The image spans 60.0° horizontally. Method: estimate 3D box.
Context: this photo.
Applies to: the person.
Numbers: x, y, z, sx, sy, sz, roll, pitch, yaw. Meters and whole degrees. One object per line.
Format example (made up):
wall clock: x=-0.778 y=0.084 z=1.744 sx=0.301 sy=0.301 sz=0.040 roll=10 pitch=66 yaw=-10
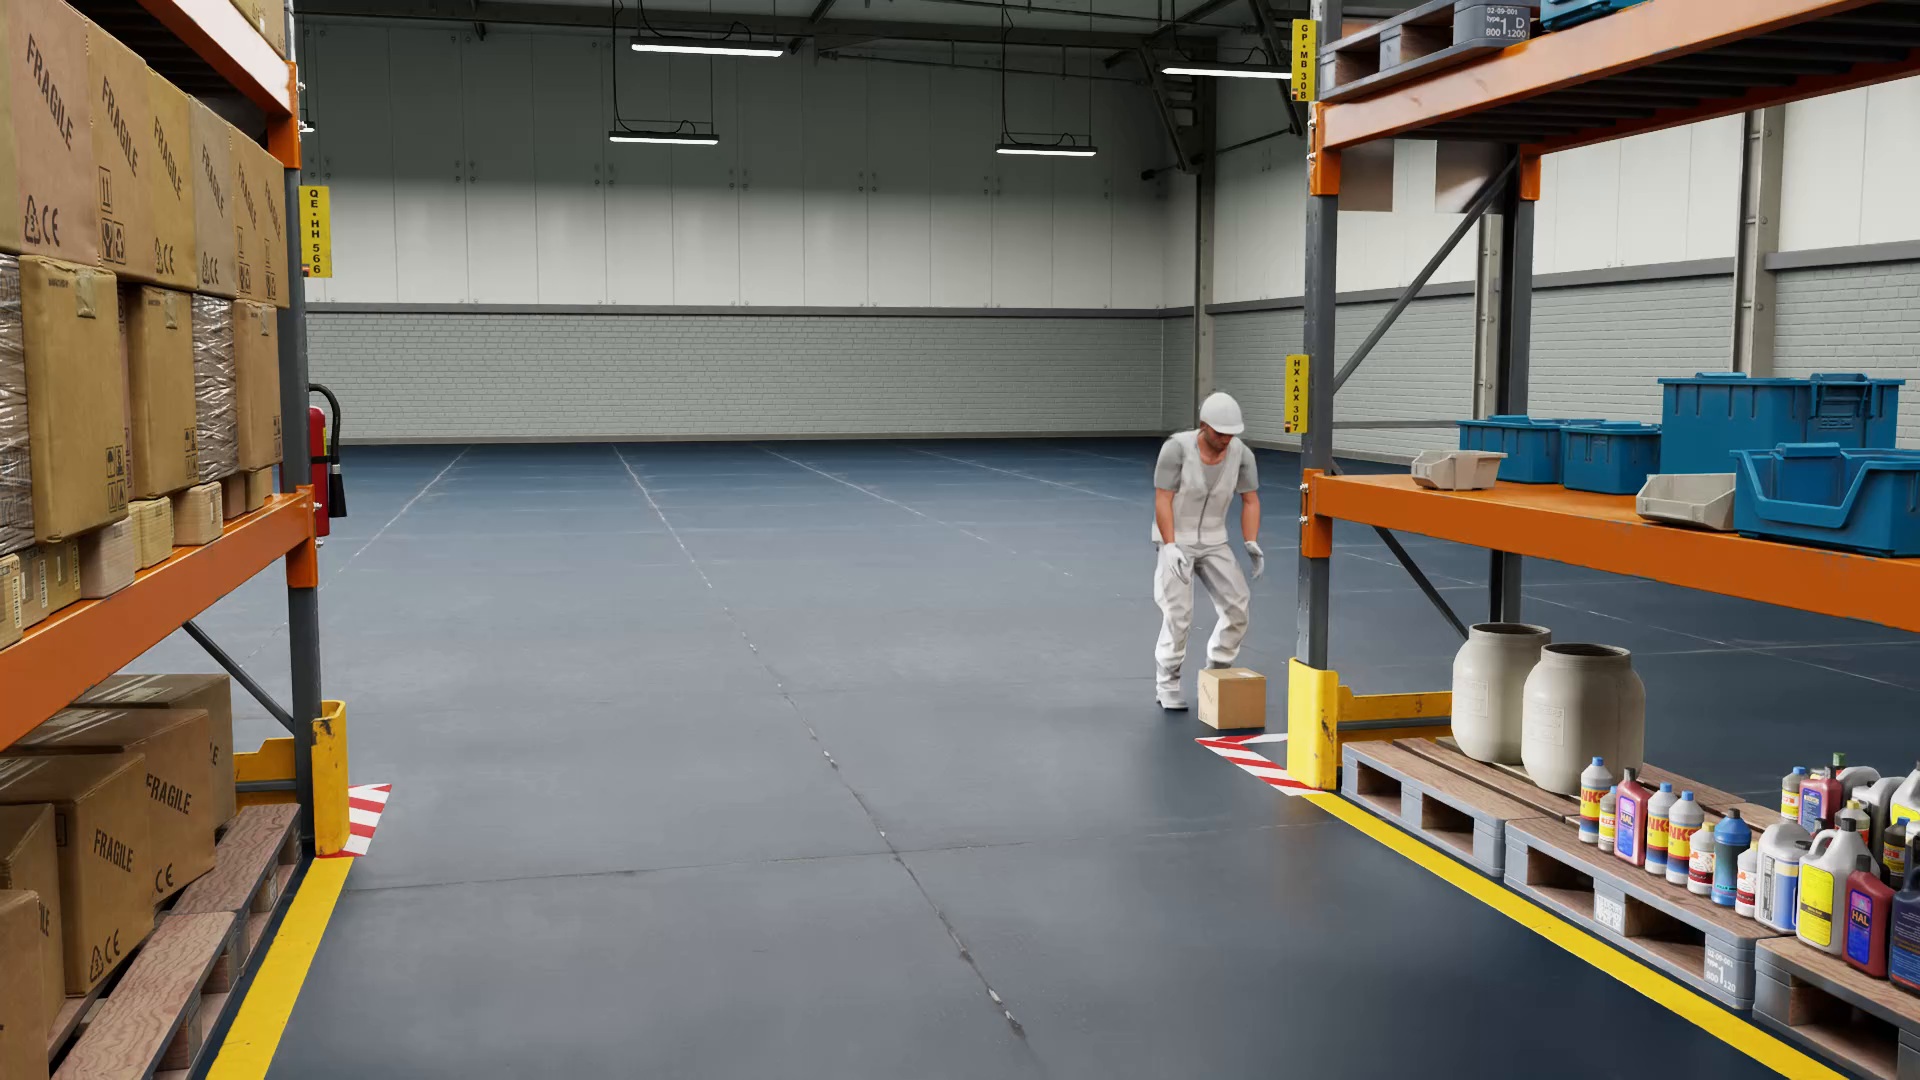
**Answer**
person: x=1.267 y=0.054 z=8.555 sx=0.568 sy=1.627 sz=0.602 roll=-1 pitch=6 yaw=-13
